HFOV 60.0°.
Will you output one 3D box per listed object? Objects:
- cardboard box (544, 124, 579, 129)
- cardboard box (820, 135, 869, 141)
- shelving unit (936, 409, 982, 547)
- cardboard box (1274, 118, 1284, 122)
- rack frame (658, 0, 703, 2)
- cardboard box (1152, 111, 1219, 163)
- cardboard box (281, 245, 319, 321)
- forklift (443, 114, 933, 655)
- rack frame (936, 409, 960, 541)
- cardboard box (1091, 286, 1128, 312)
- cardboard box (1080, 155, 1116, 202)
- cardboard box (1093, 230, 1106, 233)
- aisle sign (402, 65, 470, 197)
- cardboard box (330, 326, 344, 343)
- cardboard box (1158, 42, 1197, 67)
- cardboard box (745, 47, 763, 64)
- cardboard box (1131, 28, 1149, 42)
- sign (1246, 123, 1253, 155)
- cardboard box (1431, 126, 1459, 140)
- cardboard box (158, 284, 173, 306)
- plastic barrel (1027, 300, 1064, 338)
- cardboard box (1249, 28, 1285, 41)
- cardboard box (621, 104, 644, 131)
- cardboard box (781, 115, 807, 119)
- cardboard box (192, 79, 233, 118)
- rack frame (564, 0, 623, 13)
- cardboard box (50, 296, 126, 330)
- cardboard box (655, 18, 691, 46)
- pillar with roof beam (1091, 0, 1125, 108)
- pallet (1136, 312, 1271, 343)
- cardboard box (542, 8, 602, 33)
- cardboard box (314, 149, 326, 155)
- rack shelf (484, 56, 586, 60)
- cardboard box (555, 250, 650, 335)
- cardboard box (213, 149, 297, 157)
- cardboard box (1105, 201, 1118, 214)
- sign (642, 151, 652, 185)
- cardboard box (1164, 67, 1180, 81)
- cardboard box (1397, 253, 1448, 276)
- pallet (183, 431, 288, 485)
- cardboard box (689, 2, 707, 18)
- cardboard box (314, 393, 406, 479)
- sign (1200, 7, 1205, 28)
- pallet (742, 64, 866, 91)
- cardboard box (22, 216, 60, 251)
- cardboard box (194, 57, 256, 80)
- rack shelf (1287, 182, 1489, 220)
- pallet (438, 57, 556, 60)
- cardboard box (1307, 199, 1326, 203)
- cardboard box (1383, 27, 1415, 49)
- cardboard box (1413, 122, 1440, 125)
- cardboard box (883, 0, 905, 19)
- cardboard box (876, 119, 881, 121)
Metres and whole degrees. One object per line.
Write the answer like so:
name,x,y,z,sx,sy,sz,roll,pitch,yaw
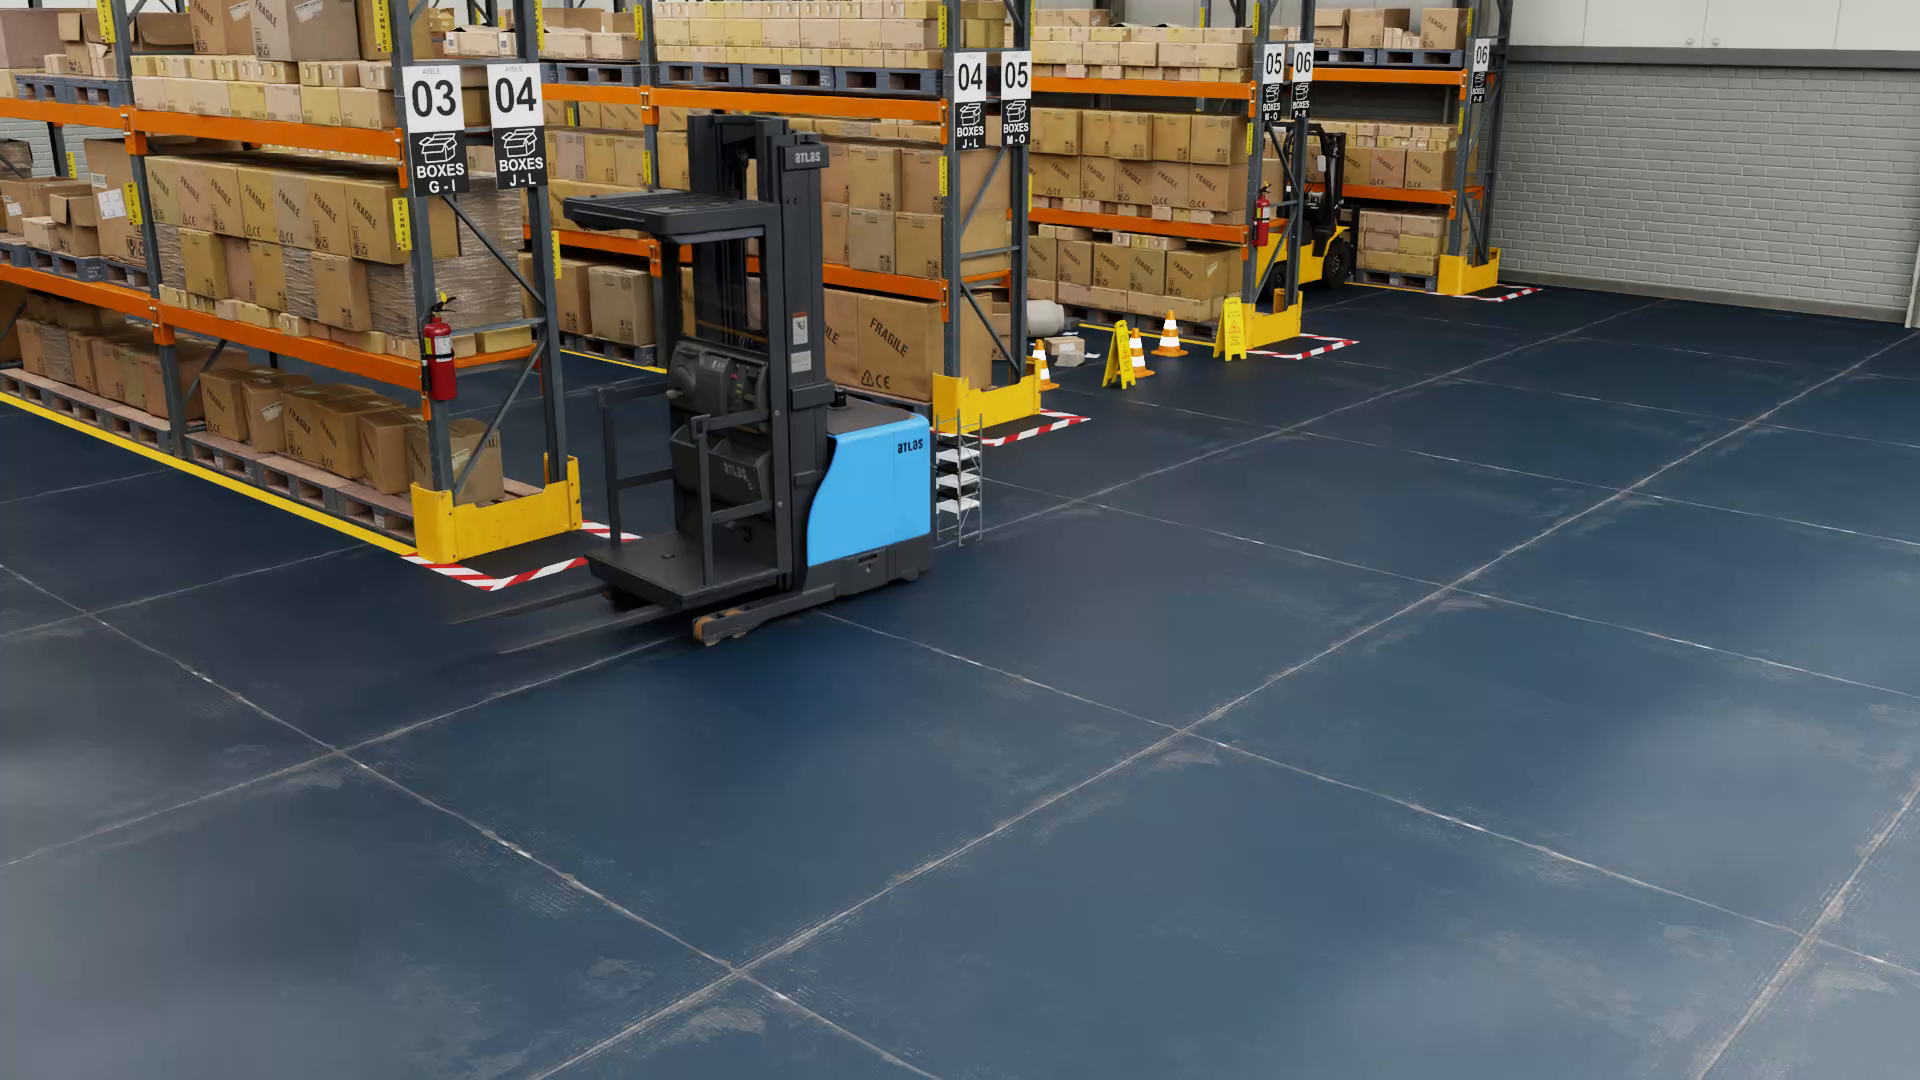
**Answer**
cardboard box,-4.658,-4.347,18.532,0.500,0.500,0.700,15,23,38
cardboard box,-1.303,-3.492,15.622,0.500,0.550,0.875,15,23,39
shelving unit,-0.006,-0.431,11.481,0.210,0.900,0.258,15,23,39
cardboard box,4.361,-5.791,23.171,0.250,0.149,0.380,16,23,40
rack frame,-5.233,-10.849,30.919,0.127,3.000,1.000,15,23,39
cardboard box,2.542,-4.475,18.445,0.500,0.500,0.700,15,23,40
cardboard box,-4.327,-1.900,11.983,0.500,0.500,0.875,15,23,39
forklift,-1.598,-0.959,9.789,3.031,2.935,1.130,-16,23,-41
rack frame,-0.082,-0.451,11.545,0.006,0.900,0.240,15,23,39
cardboard box,1.882,-2.853,19.495,0.500,0.250,0.500,14,22,37
cardboard box,1.744,-4.198,19.223,0.500,0.500,0.500,15,23,40
cardboard box,1.453,-3.543,20.429,0.500,0.500,0.500,16,23,40
aisle sign,-3.288,-2.570,10.452,0.004,0.787,0.394,15,23,39
cardboard box,-4.230,-1.504,11.806,0.250,0.149,0.380,15,23,39
cardboard box,2.514,-5.299,18.147,0.500,0.250,0.500,15,23,39
cardboard box,-1.759,-4.468,15.329,0.250,0.149,0.380,15,23,39
cardboard box,2.111,-5.623,18.510,0.250,0.149,0.380,14,22,38
sign,3.059,-4.234,17.557,0.005,0.325,0.100,15,23,39
cardboard box,6.327,-5.299,21.622,0.250,0.149,0.380,15,23,39
cardboard box,-6.166,-1.983,13.316,0.250,0.149,0.380,15,23,39
plastic barrel,0.893,-2.497,18.780,0.512,0.421,0.421,-3,18,-8
cardboard box,3.312,-5.460,17.997,0.250,0.149,0.380,15,23,39
cardboard box,-4.622,-6.236,24.484,0.500,0.500,0.500,14,23,38
cardboard box,-2.358,-5.506,22.651,0.500,0.500,0.500,14,22,38
cardboard box,-5.197,-3.217,12.077,0.500,0.250,0.500,14,22,37
rack frame,-5.533,-8.922,24.847,0.127,3.000,1.000,15,23,39
cardboard box,-8.194,-2.161,15.627,0.500,0.250,0.500,-15,23,-40
cardboard box,-2.579,-4.902,16.037,0.500,0.250,0.500,15,23,40
pillar with roof beam,-0.533,-8.211,22.606,0.400,9.000,9.100,15,23,39
pallet,2.801,-2.510,19.172,1.213,0.211,1.003,15,23,39
cardboard box,-4.265,-5.558,18.184,0.500,0.500,0.500,15,23,39
cardboard box,-7.786,-4.843,20.652,0.250,0.149,0.380,16,24,41
rack shelf,-7.029,-7.551,26.675,4.000,0.370,1.077,15,23,39
cardboard box,-4.002,-2.742,18.319,0.750,0.750,1.050,15,23,39
cardboard box,-5.608,-2.852,13.329,0.500,0.500,0.500,15,23,39
cardboard box,1.890,-3.871,19.266,0.250,0.149,0.380,15,23,39
sign,-3.112,-3.705,16.545,0.005,0.325,0.100,15,23,39
cardboard box,2.461,-5.141,18.308,0.250,0.149,0.380,15,23,40
cardboard box,6.173,-3.689,22.128,0.500,0.250,0.500,15,23,40
pallet,-5.601,-0.758,13.651,1.213,0.211,1.003,15,23,39
cardboard box,-2.332,-5.002,15.692,0.250,0.149,0.380,15,23,39
cardboard box,-4.517,-0.791,12.583,0.500,0.500,0.500,-16,23,-41
sign,3.390,-7.281,23.262,0.005,0.325,0.100,15,23,39
pallet,-1.246,-4.292,15.363,1.213,0.211,1.003,15,23,39
cardboard box,-8.018,-2.757,14.894,0.500,0.250,0.500,14,22,38
cardboard box,-5.302,-3.417,12.050,0.250,0.149,0.380,14,23,38
rack shelf,5.239,-4.835,23.078,4.000,0.370,1.077,15,23,39
pallet,-5.234,-5.341,18.837,1.003,0.211,1.213,16,24,42
cardboard box,4.997,-4.688,23.623,0.500,0.250,0.500,15,23,40
cardboard box,5.723,-6.539,21.660,0.258,0.266,0.396,15,23,39
cardboard box,6.245,-5.501,22.257,0.250,0.149,0.380,16,23,40
cardboard box,-0.431,-4.492,14.085,0.250,0.149,0.380,15,23,40
cardboard box,-0.837,-5.308,22.027,0.500,0.500,0.500,14,22,37
